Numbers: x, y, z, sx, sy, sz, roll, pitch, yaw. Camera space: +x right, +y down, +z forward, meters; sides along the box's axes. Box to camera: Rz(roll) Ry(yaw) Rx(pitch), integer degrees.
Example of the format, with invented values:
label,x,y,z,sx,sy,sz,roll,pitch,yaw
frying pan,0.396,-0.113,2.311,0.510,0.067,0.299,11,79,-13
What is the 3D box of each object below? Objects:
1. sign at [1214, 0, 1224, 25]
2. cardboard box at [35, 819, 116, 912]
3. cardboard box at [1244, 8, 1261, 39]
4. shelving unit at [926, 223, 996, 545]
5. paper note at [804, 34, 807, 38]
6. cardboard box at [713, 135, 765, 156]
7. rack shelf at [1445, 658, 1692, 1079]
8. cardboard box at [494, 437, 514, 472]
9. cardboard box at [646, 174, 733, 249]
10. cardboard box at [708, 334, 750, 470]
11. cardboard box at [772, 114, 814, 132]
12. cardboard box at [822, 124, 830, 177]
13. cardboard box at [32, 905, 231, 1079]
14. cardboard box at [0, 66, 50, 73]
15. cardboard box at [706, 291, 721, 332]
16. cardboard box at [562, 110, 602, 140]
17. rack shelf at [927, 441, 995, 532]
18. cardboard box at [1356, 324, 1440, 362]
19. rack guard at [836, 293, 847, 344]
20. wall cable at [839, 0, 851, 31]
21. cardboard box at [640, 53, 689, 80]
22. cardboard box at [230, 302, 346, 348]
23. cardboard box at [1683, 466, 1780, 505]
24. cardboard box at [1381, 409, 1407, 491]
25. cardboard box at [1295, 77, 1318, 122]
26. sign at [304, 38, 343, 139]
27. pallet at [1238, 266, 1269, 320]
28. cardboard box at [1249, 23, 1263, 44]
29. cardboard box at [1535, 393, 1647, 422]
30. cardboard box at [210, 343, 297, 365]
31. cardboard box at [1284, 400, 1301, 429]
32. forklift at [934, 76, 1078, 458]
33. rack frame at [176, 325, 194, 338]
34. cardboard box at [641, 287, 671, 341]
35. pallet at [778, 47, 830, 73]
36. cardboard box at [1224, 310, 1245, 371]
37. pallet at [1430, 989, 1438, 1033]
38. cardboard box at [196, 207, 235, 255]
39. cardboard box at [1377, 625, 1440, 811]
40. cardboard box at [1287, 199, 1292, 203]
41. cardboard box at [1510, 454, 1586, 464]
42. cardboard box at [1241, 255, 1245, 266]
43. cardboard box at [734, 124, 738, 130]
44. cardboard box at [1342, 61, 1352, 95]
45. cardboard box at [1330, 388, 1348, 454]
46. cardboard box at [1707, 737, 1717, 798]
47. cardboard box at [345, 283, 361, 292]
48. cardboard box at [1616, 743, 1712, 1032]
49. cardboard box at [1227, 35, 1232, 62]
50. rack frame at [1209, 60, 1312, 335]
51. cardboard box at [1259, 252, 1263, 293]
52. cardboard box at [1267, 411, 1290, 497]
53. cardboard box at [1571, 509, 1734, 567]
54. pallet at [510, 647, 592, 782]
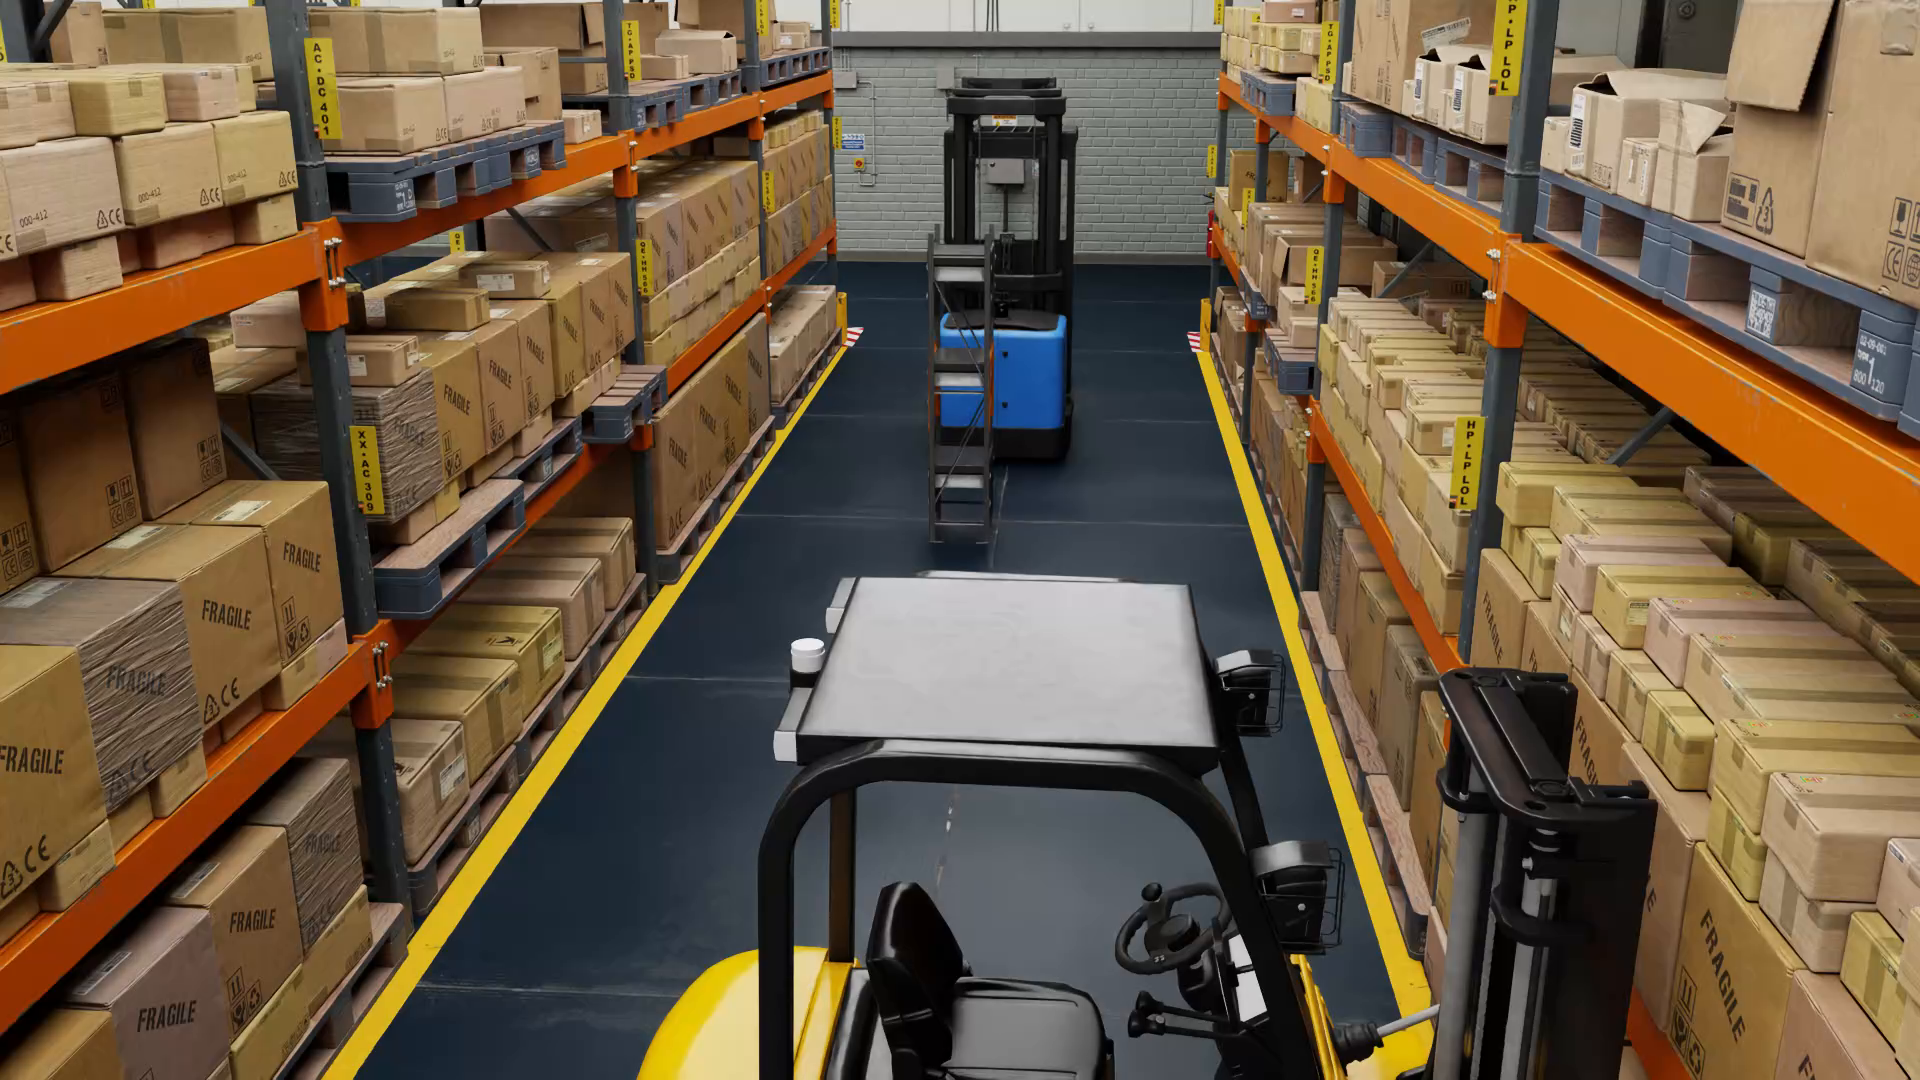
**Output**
label,x,y,z,sx,sy,sz,roll,pitch,yaw
sign,2.593,-5.319,16.619,0.100,0.325,0.005,1,18,4
cardboard box,-2.497,0.852,4.409,0.380,0.149,0.250,1,18,4
cardboard box,2.716,-4.434,14.282,0.500,0.250,0.500,2,18,5
shelving unit,0.012,-1.049,11.253,0.431,2.100,0.503,1,18,4
paper note,-1.387,-4.538,14.956,0.006,0.032,0.123,1,18,4
cardboard box,-1.823,-3.257,13.738,0.380,0.149,0.250,1,18,3
rack shelf,2.130,1.223,4.027,1.077,0.370,4.000,1,18,4
cardboard box,-2.272,-0.417,7.607,0.380,0.149,0.250,1,18,4
cardboard box,-1.971,-2.394,12.146,0.500,0.500,0.500,2,18,6
cardboard box,-2.126,-1.049,12.544,0.875,0.875,0.875,2,18,6
cardboard box,-1.631,-4.052,16.165,0.380,0.149,0.250,2,18,5
cardboard box,-1.614,-3.944,16.875,0.500,0.500,0.500,2,18,6
cardboard box,-2.522,1.408,4.847,0.500,0.500,0.500,2,18,7
cardboard box,-3.015,-1.362,5.069,0.380,0.149,0.250,2,18,6
cardboard box,-2.010,-1.643,11.860,0.500,0.250,0.500,1,18,4
cardboard box,-2.204,-2.295,9.196,0.380,0.149,0.250,1,18,4
rack shelf,0.012,-0.371,11.475,0.431,0.518,0.480,1,18,4
cardboard box,2.227,-1.000,8.457,0.380,0.149,0.250,1,18,5
rack guard,-1.816,-2.396,17.932,1.175,0.500,0.348,1,18,4
wall cable,-1.690,-8.200,21.996,0.463,3.000,0.029,1,18,4
cardboard box,-2.090,-3.257,11.430,0.380,0.166,0.250,3,18,9
cardboard box,-2.833,-0.909,7.024,0.380,0.149,0.250,1,18,2
cardboard box,2.552,-0.131,5.325,0.380,0.149,0.250,1,18,4
cardboard box,2.126,-0.383,7.212,0.500,0.250,0.500,2,18,5
cardboard box,2.426,-2.812,10.612,0.500,0.250,0.500,1,18,4
sign,-2.136,-1.511,5.568,0.100,0.325,0.005,1,18,4
pallet,2.681,-1.887,12.674,1.003,0.211,1.213,1,18,4
cardboard box,2.388,-3.836,12.585,0.380,0.149,0.250,2,18,6
cardboard box,2.644,-0.516,6.978,0.380,0.149,0.250,1,18,4
cardboard box,-2.839,-0.540,6.942,0.500,0.500,0.500,1,18,4
cardboard box,2.466,-0.872,11.565,0.380,0.149,0.250,0,18,1
forklift,0.433,-2.452,14.200,1.130,2.935,3.031,2,18,5
rack frame,-7.049,-2.413,13.970,1.000,3.000,0.127,1,18,4
cardboard box,-2.108,-1.410,10.346,0.500,0.250,0.500,1,18,4
pallet,-1.860,-4.729,16.362,1.003,0.211,1.213,1,18,4
cardboard box,2.758,-1.864,15.634,0.500,0.500,0.500,2,18,5
pallet,2.175,1.832,5.494,1.003,0.211,1.213,1,18,4
cardboard box,-2.502,-0.974,5.164,0.380,0.149,0.250,2,18,5
cardboard box,2.363,0.786,7.346,0.875,0.625,0.625,1,18,3
cardboard box,3.287,-3.074,15.750,0.500,0.250,0.500,2,18,6
cardboard box,2.077,-0.206,6.033,0.380,0.149,0.250,2,18,6
cardboard box,2.610,-2.372,14.248,0.380,0.149,0.250,2,18,5
cardboard box,-2.242,-3.740,15.211,0.380,0.149,0.250,1,18,4
cardboard box,2.233,-2.442,8.781,0.380,0.166,0.250,1,18,4
cardboard box,2.244,-0.622,8.745,0.500,0.250,0.500,1,18,3
cardboard box,1.908,0.559,3.699,0.380,0.149,0.250,1,18,4
cardboard box,-6.547,-2.613,17.528,0.380,0.149,0.250,1,18,5
cardboard box,1.868,0.820,3.942,0.500,0.500,0.500,1,18,4
cardboard box,2.814,-4.672,15.810,0.500,0.250,0.500,2,18,5
rack frame,3.134,-3.467,17.185,1.000,3.000,0.127,1,18,4
cardboard box,2.365,-1.937,12.058,0.396,0.266,0.258,2,18,7
cardboard box,2.476,-0.609,11.805,0.500,0.500,0.500,1,18,2
cardboard box,2.017,0.018,4.870,0.380,0.149,0.250,1,18,3
pallet,-2.538,0.854,8.477,1.003,0.211,1.213,1,18,4
